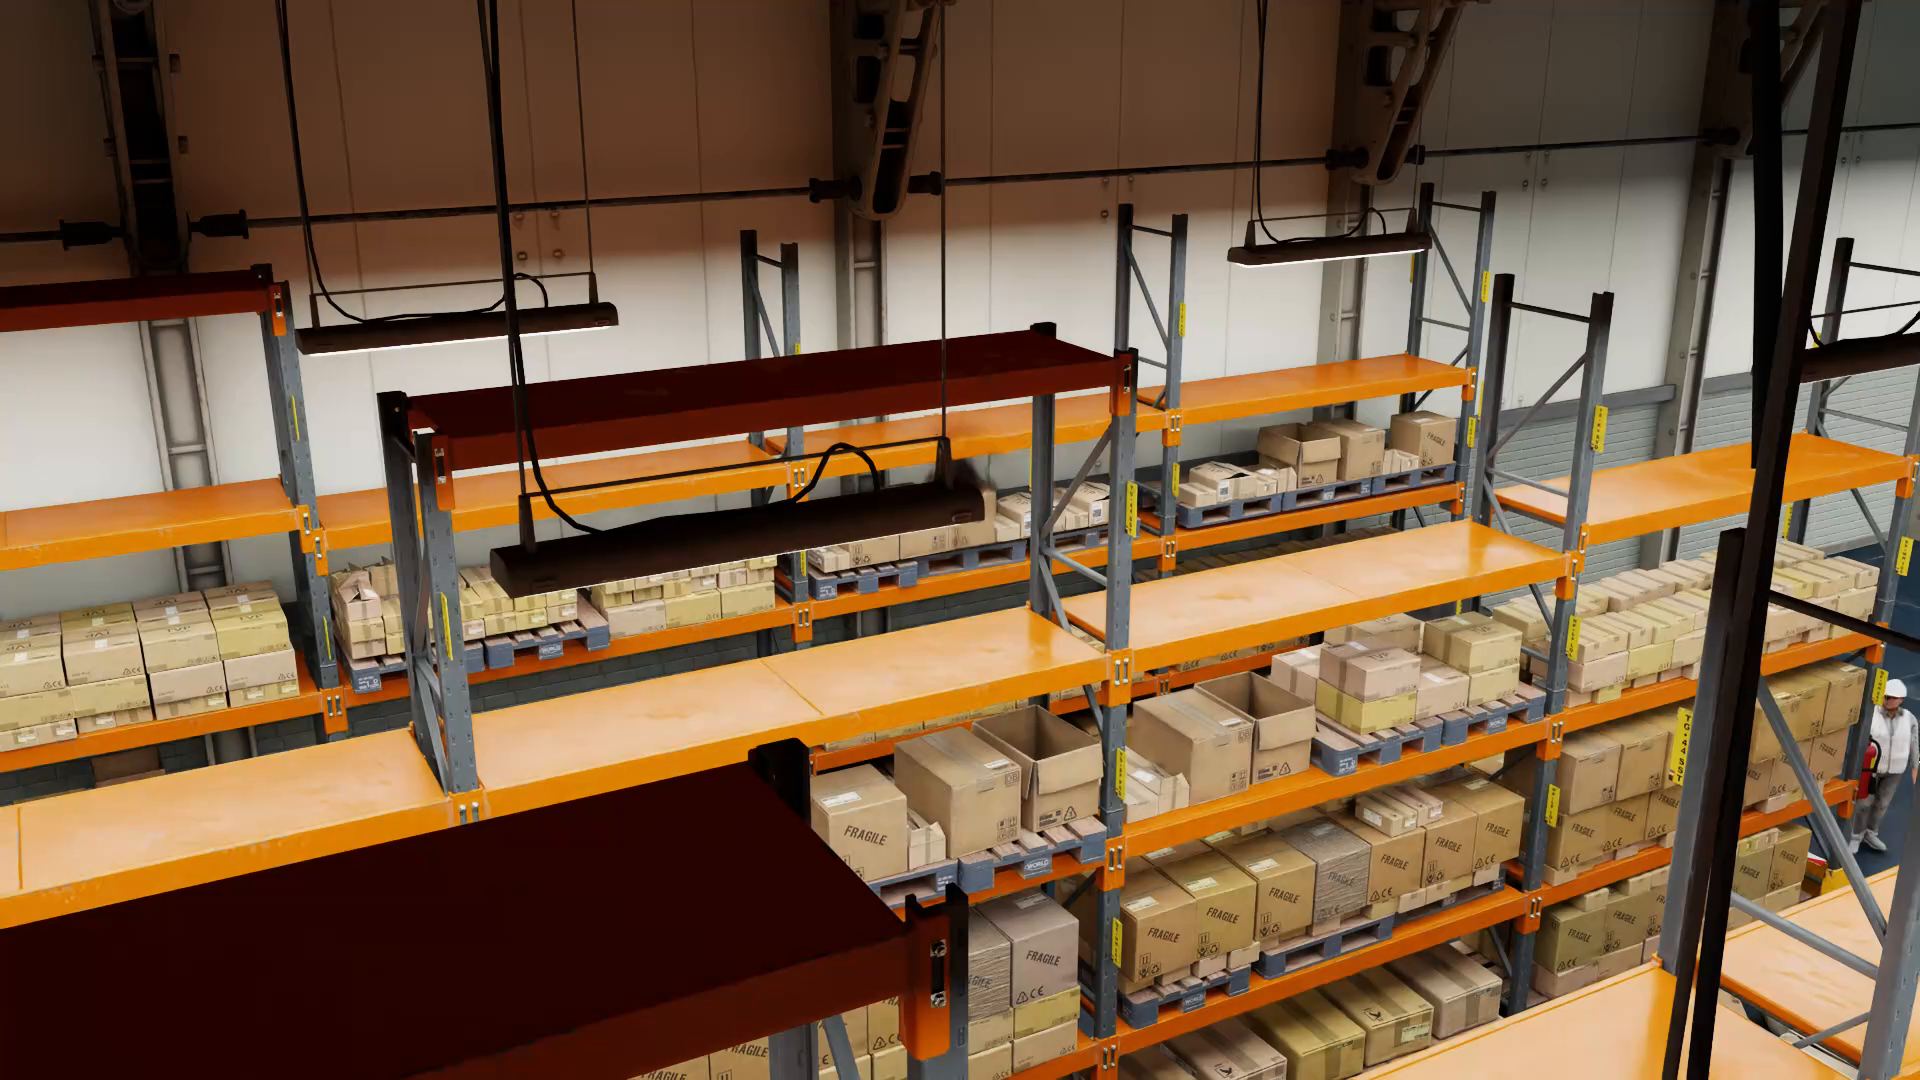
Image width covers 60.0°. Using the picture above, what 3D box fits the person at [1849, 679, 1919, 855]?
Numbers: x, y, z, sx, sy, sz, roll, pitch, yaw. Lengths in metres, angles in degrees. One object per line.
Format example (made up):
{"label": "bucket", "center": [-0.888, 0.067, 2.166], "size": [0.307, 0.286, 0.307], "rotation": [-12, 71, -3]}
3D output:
{"label": "person", "center": [8.906, 2.191, 16.054], "size": [0.616, 1.800, 0.410], "rotation": [1, 18, 4]}
